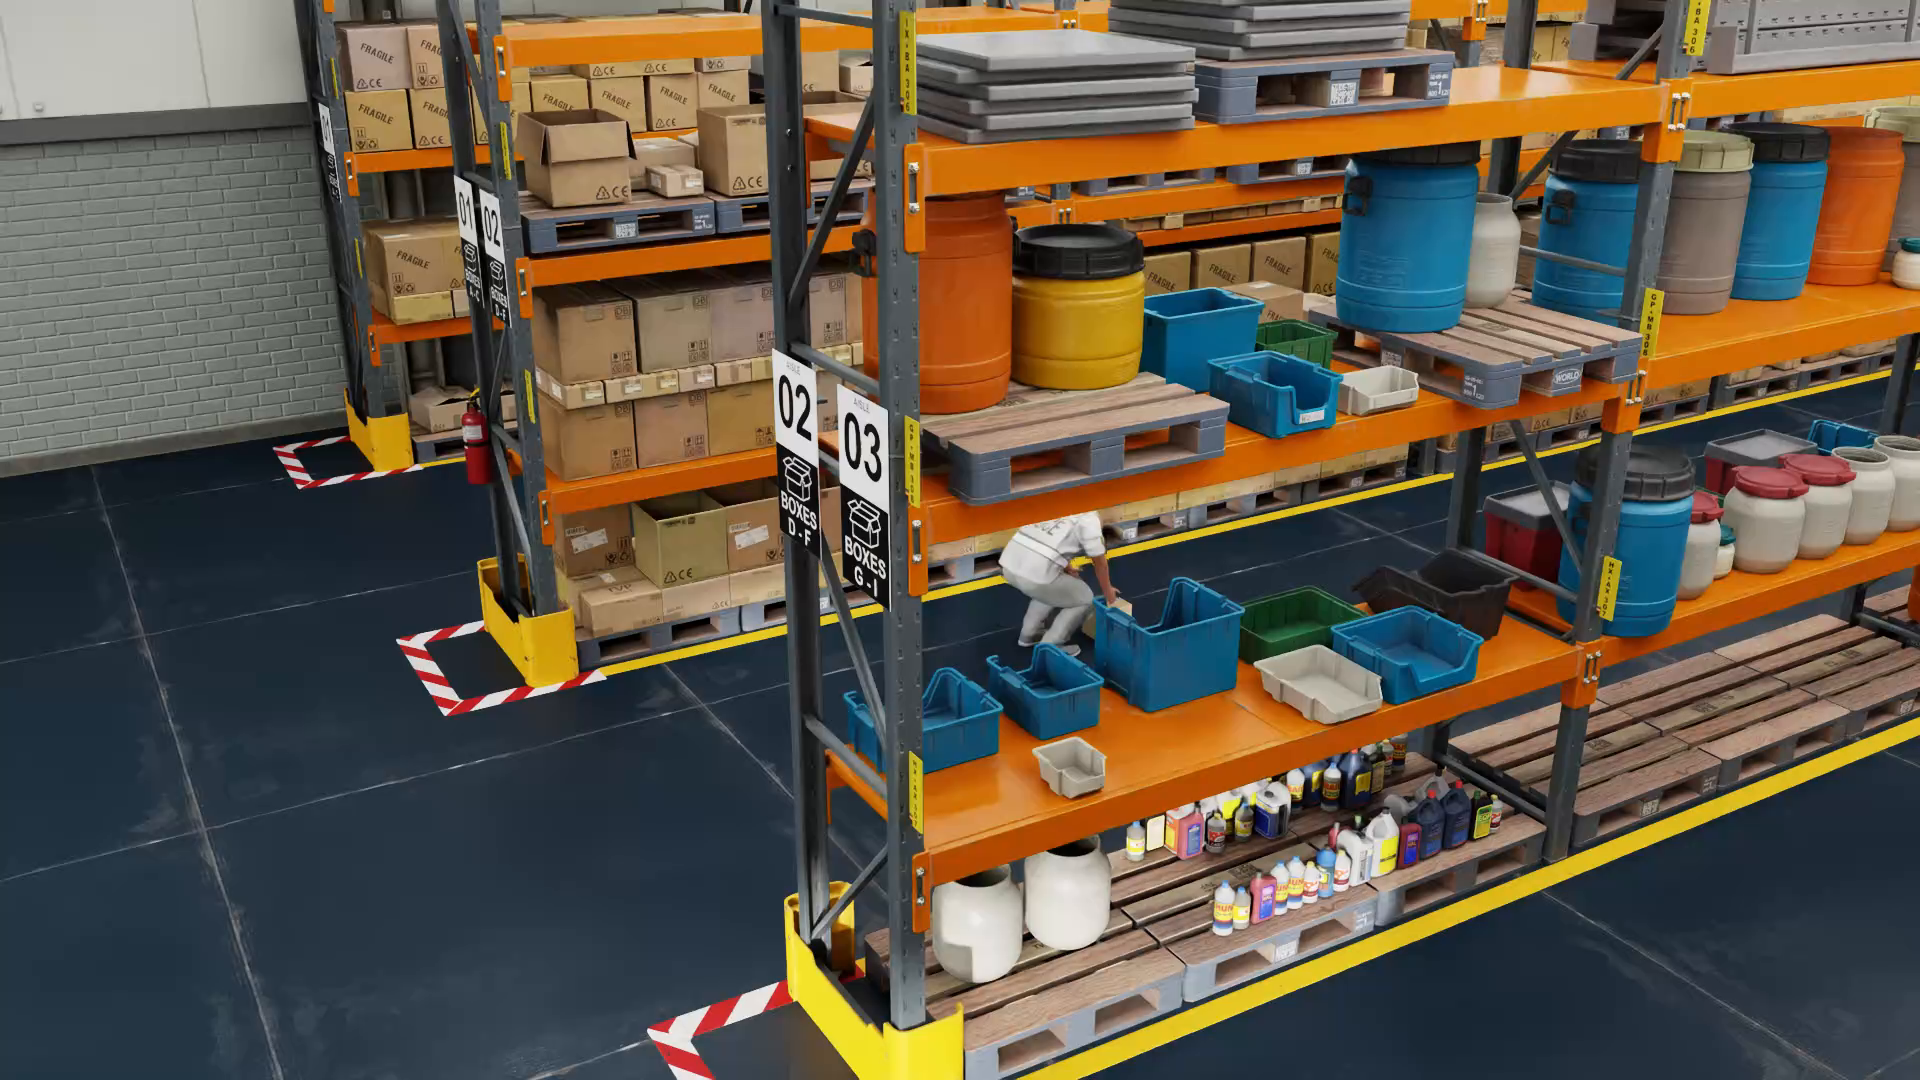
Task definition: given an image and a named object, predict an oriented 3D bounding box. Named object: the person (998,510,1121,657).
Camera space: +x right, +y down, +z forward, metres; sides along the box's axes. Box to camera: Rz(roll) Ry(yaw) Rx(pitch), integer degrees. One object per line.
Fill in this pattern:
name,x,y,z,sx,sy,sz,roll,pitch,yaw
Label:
person,0.682,0.171,11.395,0.900,1.205,0.576,-12,25,-28
